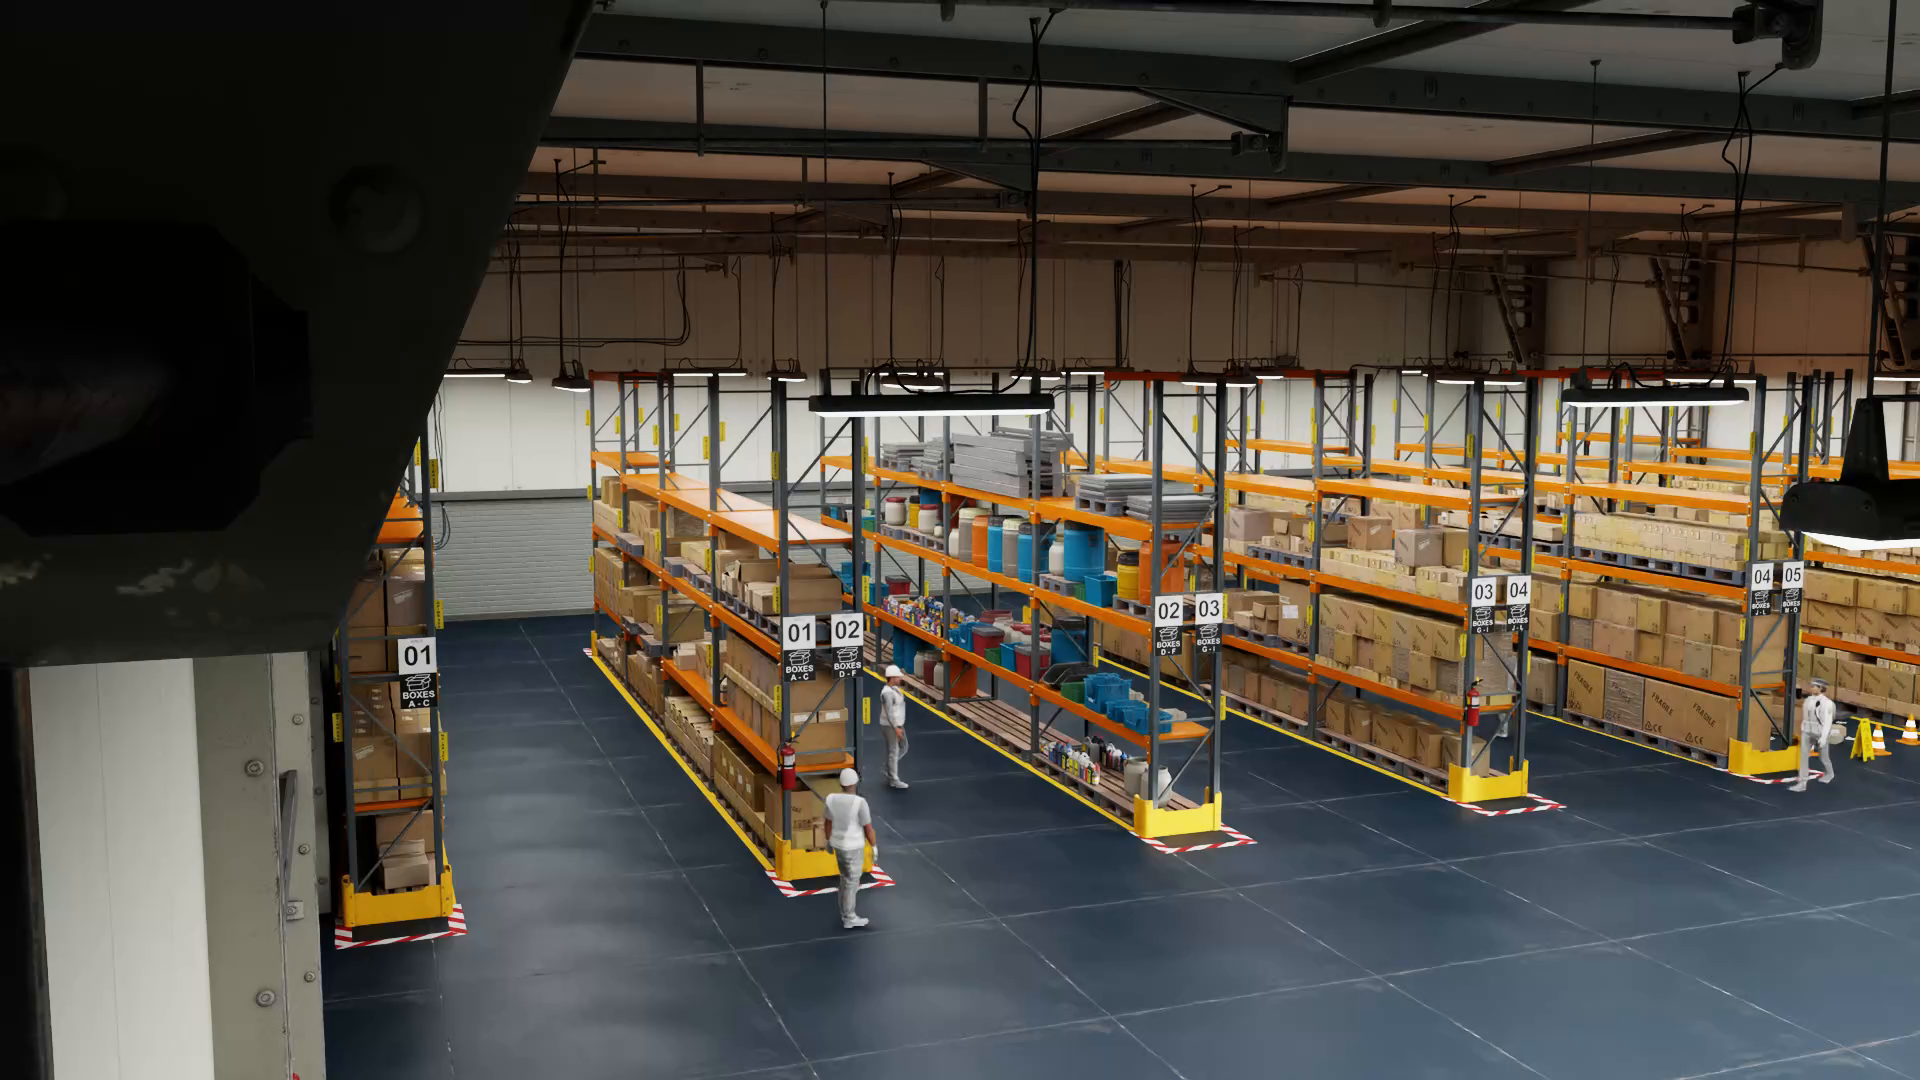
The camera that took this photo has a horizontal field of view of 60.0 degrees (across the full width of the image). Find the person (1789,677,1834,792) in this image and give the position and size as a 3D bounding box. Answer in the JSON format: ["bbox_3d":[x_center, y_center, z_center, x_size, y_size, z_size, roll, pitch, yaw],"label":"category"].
[{"bbox_3d":[12.455,2.818,24.177,0.895,1.641,0.447,-6,9,-43],"label":"person"}]

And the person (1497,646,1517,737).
[{"bbox_3d":[9.024,2.467,27.625,0.488,1.601,0.745,1,6,5],"label":"person"}]

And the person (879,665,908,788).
[{"bbox_3d":[-0.967,2.723,24.445,0.503,1.780,0.658,1,6,10],"label":"person"}]

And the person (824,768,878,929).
[{"bbox_3d":[-1.210,3.421,18.441,0.505,1.835,0.601,-5,8,-39],"label":"person"}]
